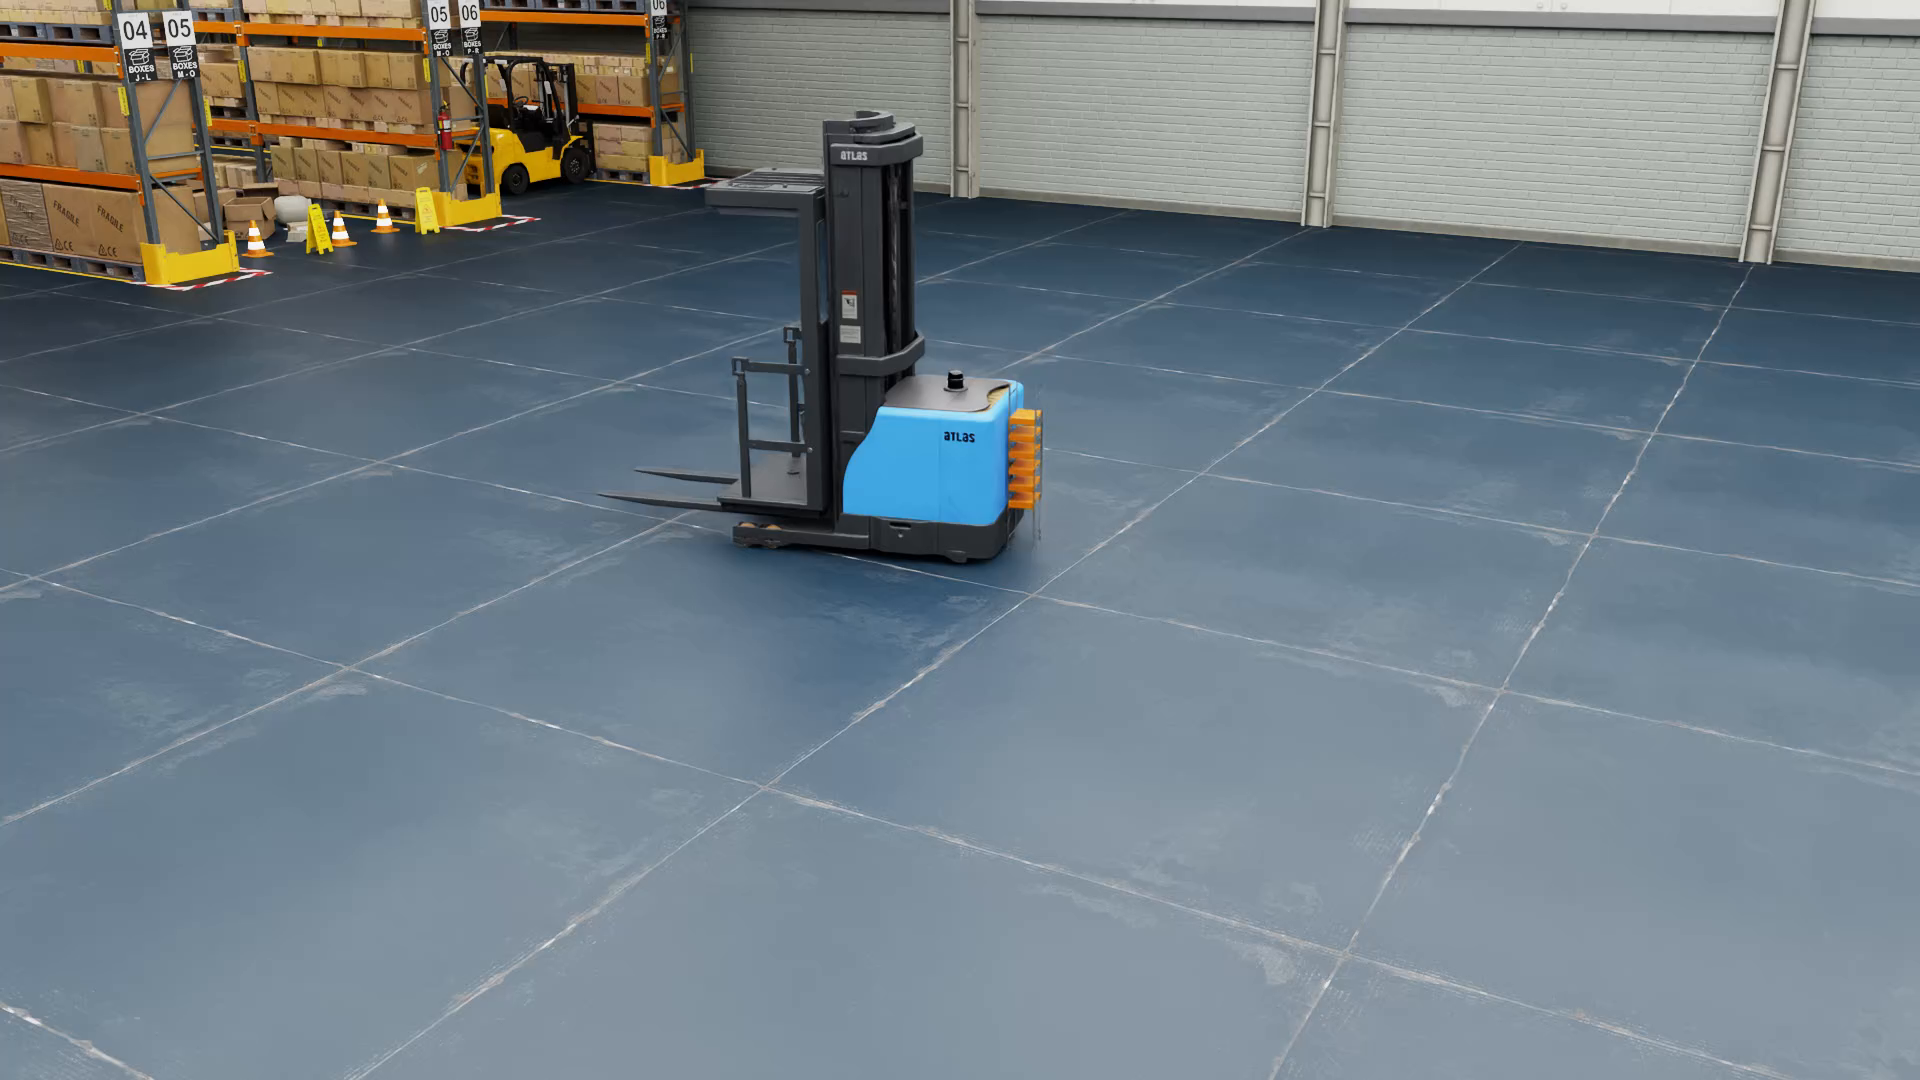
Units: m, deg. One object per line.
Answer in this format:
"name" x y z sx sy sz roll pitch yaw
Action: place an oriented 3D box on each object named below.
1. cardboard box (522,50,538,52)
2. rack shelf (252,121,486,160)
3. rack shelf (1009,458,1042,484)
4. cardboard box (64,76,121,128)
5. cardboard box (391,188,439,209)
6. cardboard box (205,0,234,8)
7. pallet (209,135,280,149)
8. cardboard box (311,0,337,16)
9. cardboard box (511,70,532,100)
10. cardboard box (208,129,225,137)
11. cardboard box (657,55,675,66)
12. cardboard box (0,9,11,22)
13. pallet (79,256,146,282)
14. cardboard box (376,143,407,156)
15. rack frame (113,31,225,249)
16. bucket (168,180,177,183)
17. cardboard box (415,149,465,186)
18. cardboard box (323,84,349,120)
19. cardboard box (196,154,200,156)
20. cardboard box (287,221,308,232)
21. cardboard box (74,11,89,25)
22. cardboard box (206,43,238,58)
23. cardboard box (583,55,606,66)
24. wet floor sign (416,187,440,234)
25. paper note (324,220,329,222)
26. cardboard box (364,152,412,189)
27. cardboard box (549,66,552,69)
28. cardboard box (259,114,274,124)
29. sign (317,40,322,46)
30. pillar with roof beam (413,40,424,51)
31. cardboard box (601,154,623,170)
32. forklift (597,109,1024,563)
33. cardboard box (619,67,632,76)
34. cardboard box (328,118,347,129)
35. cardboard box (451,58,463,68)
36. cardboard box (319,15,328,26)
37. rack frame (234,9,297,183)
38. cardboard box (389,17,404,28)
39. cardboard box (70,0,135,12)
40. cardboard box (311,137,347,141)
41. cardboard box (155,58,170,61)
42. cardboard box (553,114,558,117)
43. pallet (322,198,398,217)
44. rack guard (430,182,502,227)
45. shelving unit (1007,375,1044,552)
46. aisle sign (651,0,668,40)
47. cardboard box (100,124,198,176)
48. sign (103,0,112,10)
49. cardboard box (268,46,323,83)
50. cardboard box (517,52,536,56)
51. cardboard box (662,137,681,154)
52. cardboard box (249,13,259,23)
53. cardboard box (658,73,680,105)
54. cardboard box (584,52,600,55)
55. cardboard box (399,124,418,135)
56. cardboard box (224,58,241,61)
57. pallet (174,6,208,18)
"cardboard box" -7.850 -8.861 30.361 0.250 0.149 0.380 10 22 26
"rack shelf" -9.147 -6.238 25.717 4.000 0.370 1.077 11 23 27
"rack shelf" 0.454 -0.485 11.572 0.180 0.103 0.258 5 21 14
"cardboard box" -10.557 -5.468 20.738 0.550 0.550 0.875 11 23 27
"cardboard box" -8.259 -5.206 25.236 0.500 0.250 0.500 11 23 27
"cardboard box" -11.473 -8.500 26.103 0.500 0.250 0.500 10 22 26
"pallet" -14.731 -8.282 34.388 1.213 0.211 1.003 11 23 27
"cardboard box" -9.315 -7.980 24.850 0.500 0.250 0.500 11 23 28
"cardboard box" -7.752 -8.201 29.927 0.500 0.500 0.500 11 23 28
"cardboard box" -15.147 -8.592 34.203 0.500 0.500 0.500 12 23 30
"cardboard box" -5.172 -8.333 28.904 0.250 0.149 0.380 10 22 26
"cardboard box" -11.739 -6.540 20.702 0.250 0.149 0.380 11 23 28
"pallet" -10.463 -3.552 21.347 1.213 0.211 1.003 11 23 27
"cardboard box" -8.581 -5.902 25.103 0.250 0.149 0.380 12 23 29
"rack frame" -9.727 -4.753 20.569 0.127 3.000 1.000 11 23 27
"bucket" -11.975 -5.257 24.531 0.726 0.611 0.620 -16 16 -38
"cardboard box" -7.991 -5.721 25.554 0.500 0.500 0.500 10 22 26
"cardboard box" -9.312 -6.697 25.346 0.500 0.500 0.500 11 23 28
"cardboard box" -13.248 -6.319 28.123 0.625 0.372 0.950 10 22 26
"cardboard box" -9.529 -4.520 24.107 0.380 0.149 0.250 -11 23 -29
"cardboard box" -10.402 -6.286 20.002 0.250 0.149 0.380 11 23 28
"cardboard box" -14.694 -9.728 33.523 0.500 0.500 0.700 11 23 28
"cardboard box" -6.333 -8.351 28.955 0.250 0.149 0.380 11 23 29
"wet floor sign" -7.757 -4.786 24.114 0.267 0.644 0.232 -16 26 -38
"paper note" -9.622 -4.827 25.129 0.148 0.019 0.142 3 20 9
"cardboard box" -8.685 -5.642 25.337 0.500 0.500 0.500 12 23 29
"cardboard box" -7.222 -8.386 29.487 0.250 0.149 0.380 10 22 26
"cardboard box" -10.774 -6.643 26.147 0.250 0.149 0.380 11 23 27
"sign" -12.224 -9.396 31.787 0.005 0.325 0.100 11 23 27
"pillar with roof beam" -12.489 -10.642 28.007 0.400 9.000 9.100 11 23 27
"cardboard box" -5.977 -6.696 29.342 0.500 0.250 0.500 11 23 27
"forklift" -1.108 -1.479 11.645 3.031 2.935 1.130 5 21 14
"cardboard box" -5.660 -8.081 28.647 0.250 0.149 0.380 11 23 28
"cardboard box" -9.428 -6.393 25.460 0.250 0.149 0.380 11 23 27
"cardboard box" -9.116 -8.767 30.537 0.250 0.149 0.380 10 22 27
"cardboard box" -9.392 -7.818 24.990 0.250 0.149 0.380 11 23 28
"rack frame" -10.893 -6.908 26.511 0.127 3.000 1.000 11 23 27
"cardboard box" -8.082 -7.543 24.230 0.250 0.149 0.380 11 23 28
"cardboard box" -10.290 -6.475 19.939 0.500 0.250 0.500 11 23 28
"cardboard box" -12.441 -8.081 32.793 0.500 0.500 0.500 12 23 29
"cardboard box" -13.180 -7.643 27.339 0.500 0.500 0.500 11 23 28
"cardboard box" -7.502 -7.658 30.527 0.500 0.250 0.500 10 22 27
"pallet" -9.220 -5.294 26.150 1.213 0.211 1.003 11 23 27
"rack guard" -7.467 -5.081 25.139 0.348 0.500 1.175 11 23 27
"shelving unit" 0.454 -0.526 11.557 0.189 1.200 0.258 5 21 14
"aisle sign" -5.069 -8.845 28.039 0.004 0.787 0.394 11 23 27
"cardboard box" -10.073 -4.872 20.676 0.550 0.550 0.875 11 23 27
"sign" -10.003 -6.383 19.481 0.005 0.325 0.100 11 23 27
"cardboard box" -10.179 -7.336 25.641 0.500 0.500 0.700 11 23 28
"cardboard box" -7.668 -8.607 29.661 0.250 0.149 0.380 11 23 28
"cardboard box" -5.292 -7.001 29.451 0.500 0.250 0.500 11 23 28
"cardboard box" -10.739 -8.074 25.695 0.250 0.149 0.380 10 22 26
"cardboard box" -5.280 -7.934 29.191 0.500 0.500 0.500 12 23 29
"cardboard box" -6.509 -8.599 29.636 0.250 0.149 0.380 11 23 28
"cardboard box" -8.107 -6.133 24.741 0.250 0.149 0.380 10 22 27
"cardboard box" -12.025 -7.626 27.289 0.500 0.500 0.500 11 22 27
"pallet" -12.287 -8.536 26.875 1.003 0.211 1.213 11 23 27
